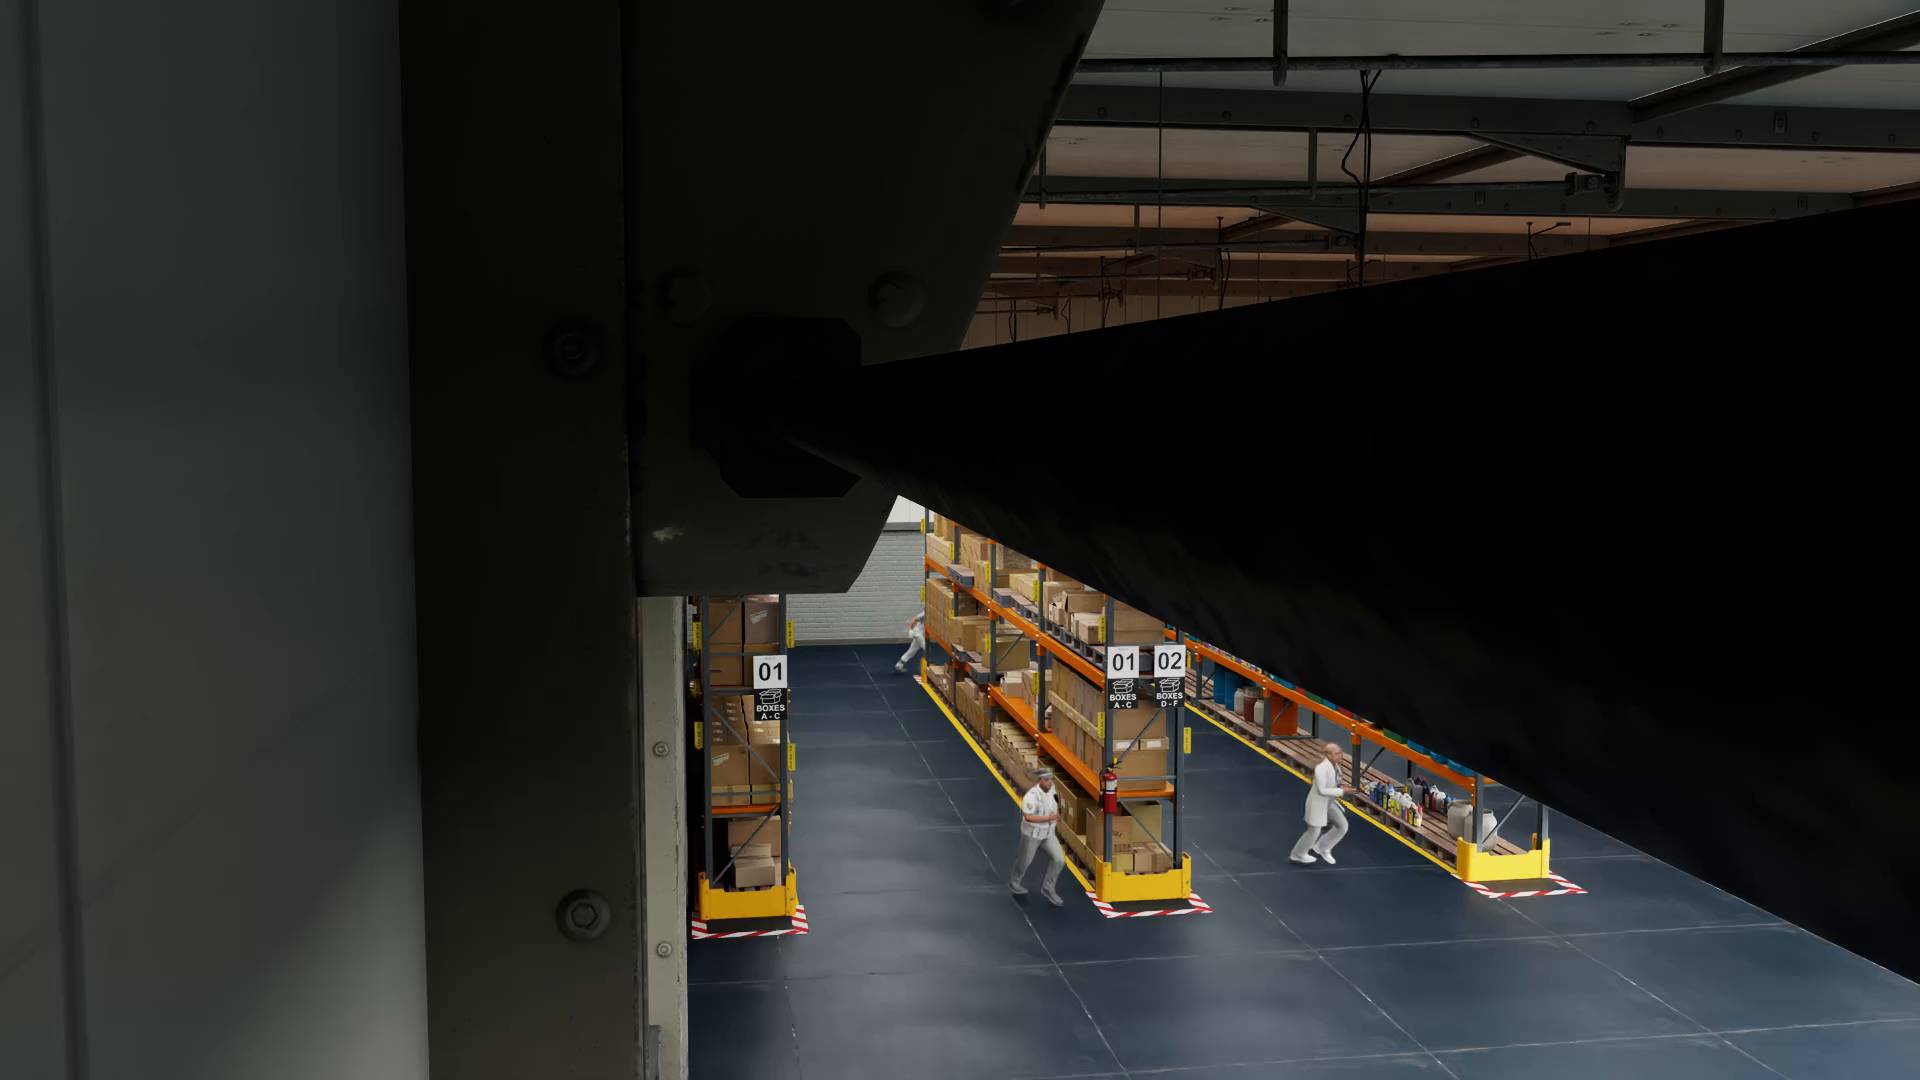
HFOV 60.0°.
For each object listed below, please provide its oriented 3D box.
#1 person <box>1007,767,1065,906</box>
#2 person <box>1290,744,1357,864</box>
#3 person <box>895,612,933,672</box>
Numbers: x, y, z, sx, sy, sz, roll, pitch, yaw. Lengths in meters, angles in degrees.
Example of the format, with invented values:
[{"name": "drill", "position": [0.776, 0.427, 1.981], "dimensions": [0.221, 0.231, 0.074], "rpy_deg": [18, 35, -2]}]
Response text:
[{"name": "person", "position": [0.958, 3.653, 20.656], "dimensions": [0.636, 1.757, 0.943], "rpy_deg": [-4, 6, -37]}, {"name": "person", "position": [4.845, 3.522, 22.164], "dimensions": [0.949, 1.679, 0.631], "rpy_deg": [4, 7, 42]}, {"name": "person", "position": [-0.927, 2.201, 37.474], "dimensions": [1.099, 1.615, 0.704], "rpy_deg": [1, 5, 15]}]
